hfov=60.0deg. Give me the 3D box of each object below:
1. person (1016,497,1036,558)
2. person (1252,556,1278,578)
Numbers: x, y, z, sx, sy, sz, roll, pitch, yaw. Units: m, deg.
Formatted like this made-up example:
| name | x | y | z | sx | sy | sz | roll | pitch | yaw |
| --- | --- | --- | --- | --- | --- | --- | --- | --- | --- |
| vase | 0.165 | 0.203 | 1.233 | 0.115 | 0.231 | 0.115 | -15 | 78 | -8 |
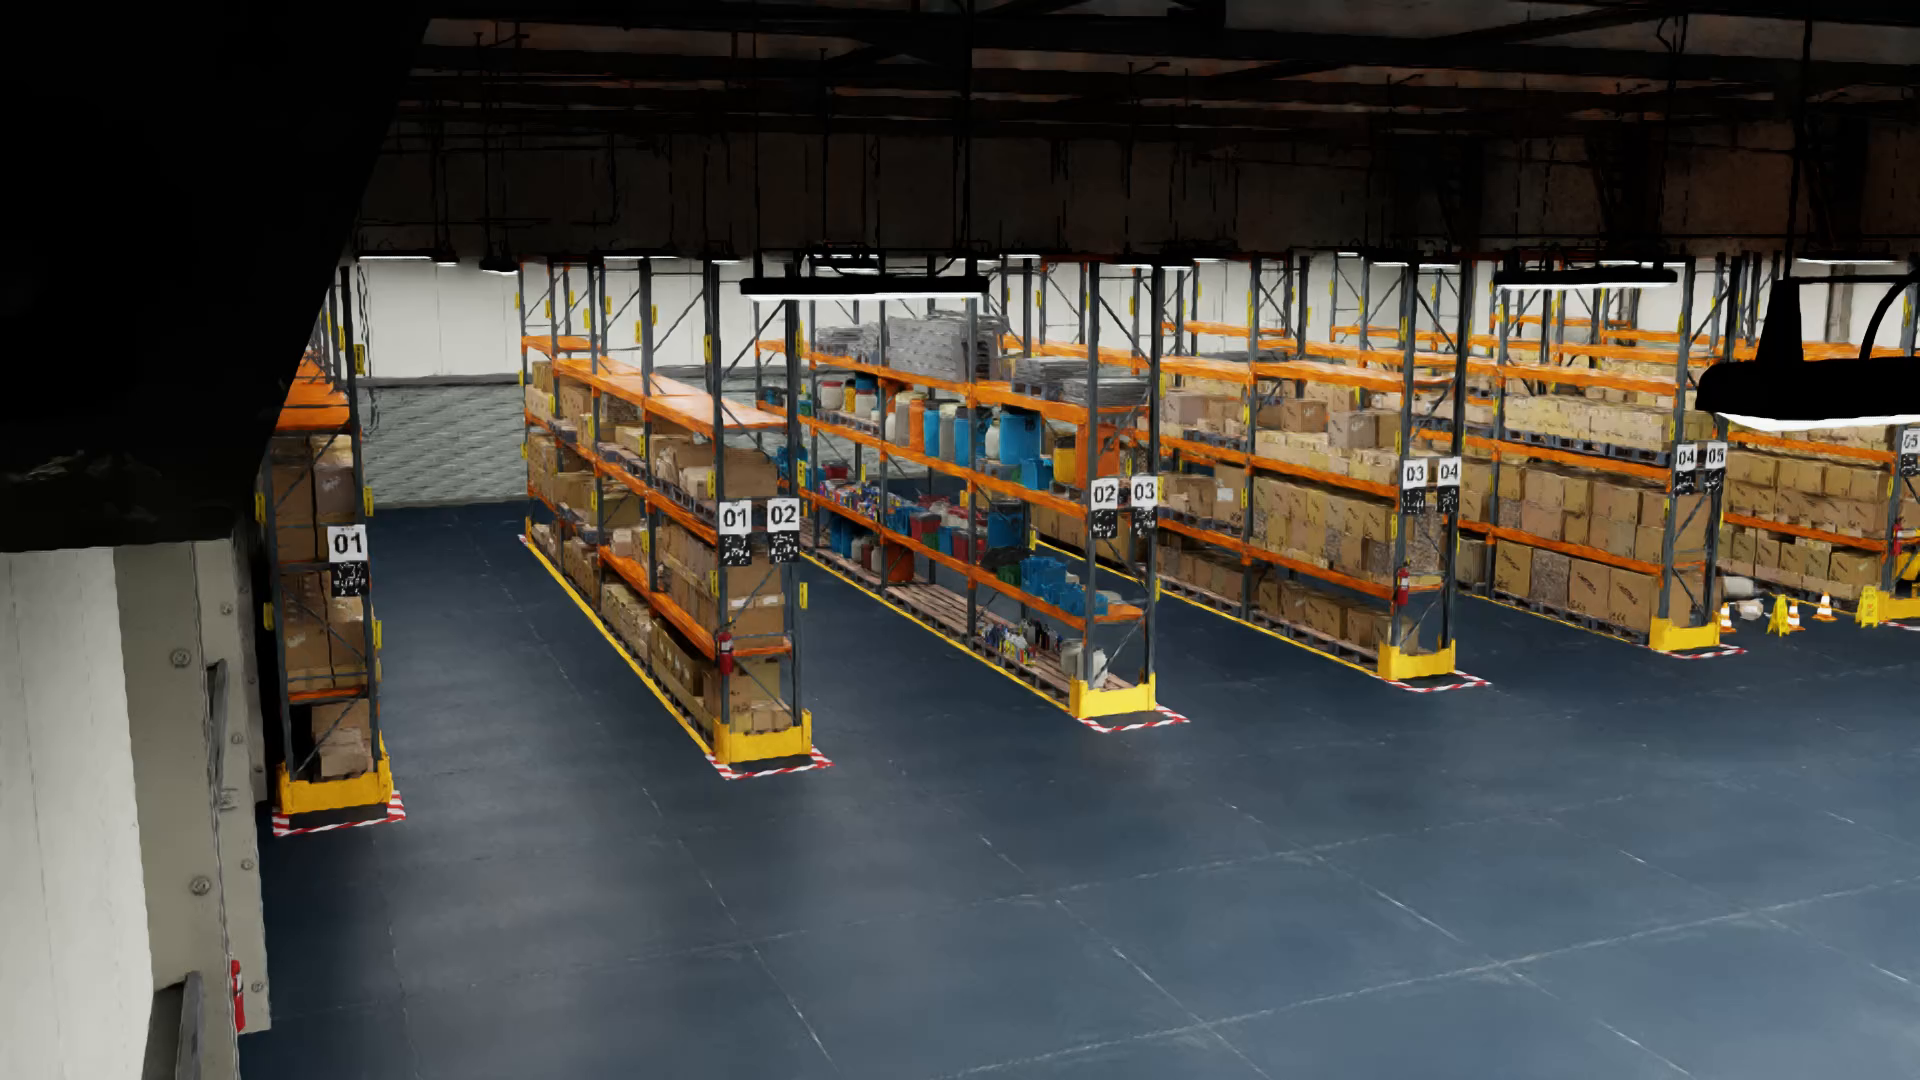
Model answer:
| name | x | y | z | sx | sy | sz | roll | pitch | yaw |
| --- | --- | --- | --- | --- | --- | --- | --- | --- | --- |
| person | 1.233 | -0.427 | 32.874 | 0.538 | 1.586 | 0.541 | 0 | 10 | -1 |
| person | 5.522 | -0.047 | 30.664 | 0.543 | 1.647 | 1.115 | -4 | 11 | -20 |
